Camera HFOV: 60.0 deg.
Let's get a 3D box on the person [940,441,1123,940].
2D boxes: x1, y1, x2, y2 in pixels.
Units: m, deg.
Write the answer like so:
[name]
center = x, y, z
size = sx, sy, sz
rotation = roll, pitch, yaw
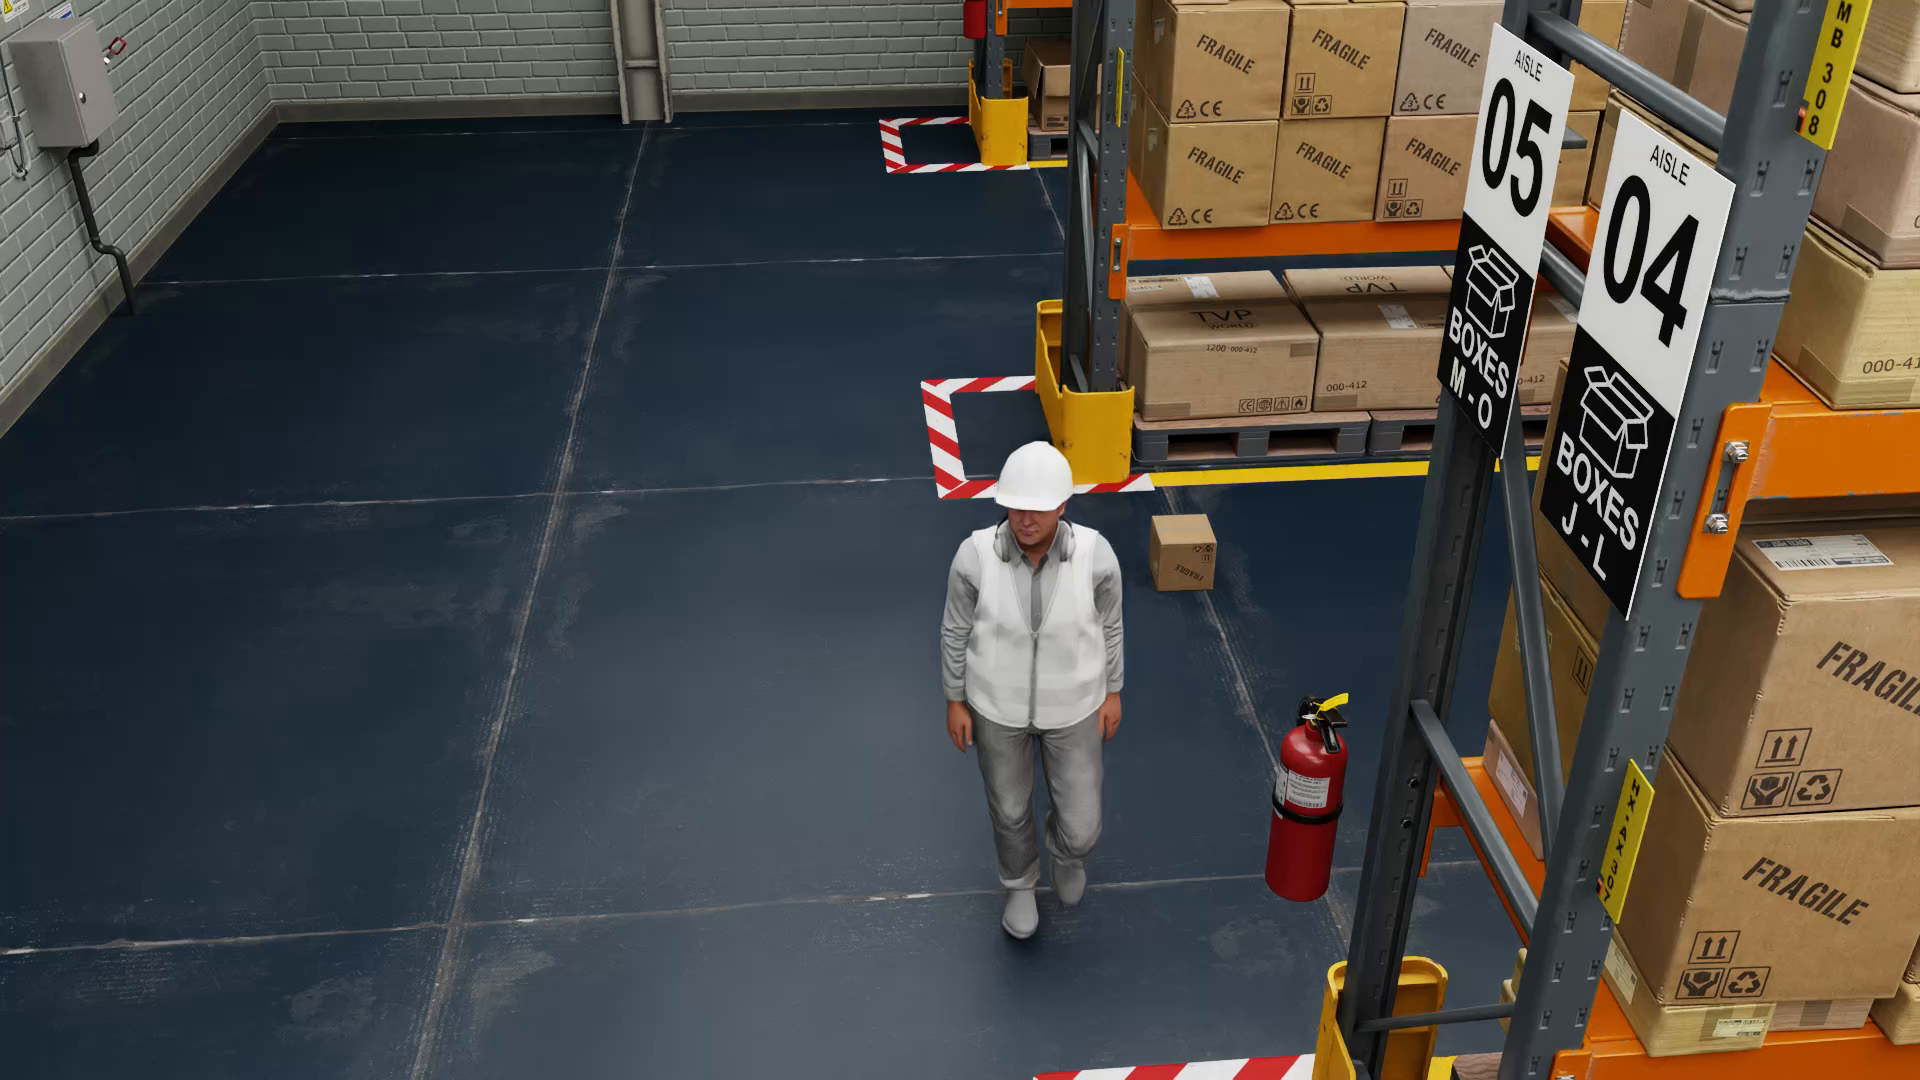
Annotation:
[person]
center = 0.220, 0.515, 5.188
size = 0.573, 1.768, 0.462
rotation = 3, 31, 4
